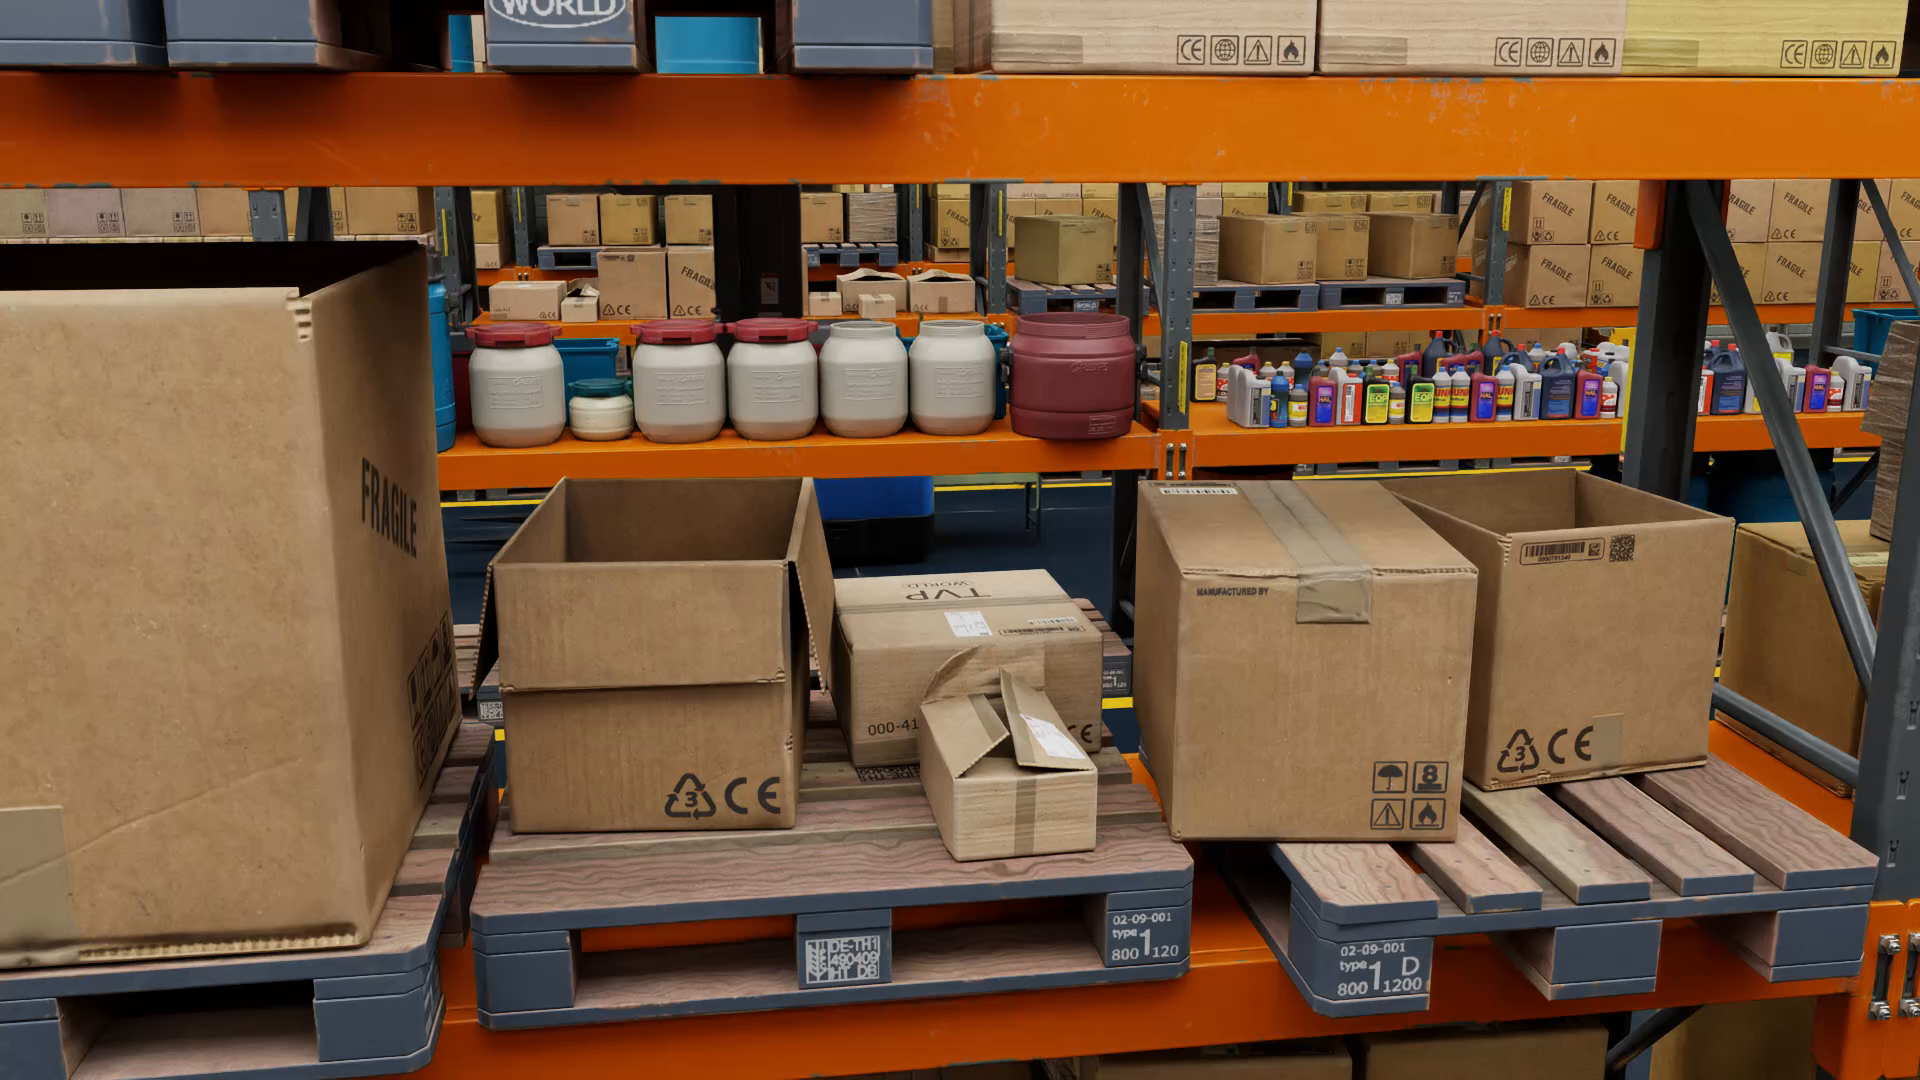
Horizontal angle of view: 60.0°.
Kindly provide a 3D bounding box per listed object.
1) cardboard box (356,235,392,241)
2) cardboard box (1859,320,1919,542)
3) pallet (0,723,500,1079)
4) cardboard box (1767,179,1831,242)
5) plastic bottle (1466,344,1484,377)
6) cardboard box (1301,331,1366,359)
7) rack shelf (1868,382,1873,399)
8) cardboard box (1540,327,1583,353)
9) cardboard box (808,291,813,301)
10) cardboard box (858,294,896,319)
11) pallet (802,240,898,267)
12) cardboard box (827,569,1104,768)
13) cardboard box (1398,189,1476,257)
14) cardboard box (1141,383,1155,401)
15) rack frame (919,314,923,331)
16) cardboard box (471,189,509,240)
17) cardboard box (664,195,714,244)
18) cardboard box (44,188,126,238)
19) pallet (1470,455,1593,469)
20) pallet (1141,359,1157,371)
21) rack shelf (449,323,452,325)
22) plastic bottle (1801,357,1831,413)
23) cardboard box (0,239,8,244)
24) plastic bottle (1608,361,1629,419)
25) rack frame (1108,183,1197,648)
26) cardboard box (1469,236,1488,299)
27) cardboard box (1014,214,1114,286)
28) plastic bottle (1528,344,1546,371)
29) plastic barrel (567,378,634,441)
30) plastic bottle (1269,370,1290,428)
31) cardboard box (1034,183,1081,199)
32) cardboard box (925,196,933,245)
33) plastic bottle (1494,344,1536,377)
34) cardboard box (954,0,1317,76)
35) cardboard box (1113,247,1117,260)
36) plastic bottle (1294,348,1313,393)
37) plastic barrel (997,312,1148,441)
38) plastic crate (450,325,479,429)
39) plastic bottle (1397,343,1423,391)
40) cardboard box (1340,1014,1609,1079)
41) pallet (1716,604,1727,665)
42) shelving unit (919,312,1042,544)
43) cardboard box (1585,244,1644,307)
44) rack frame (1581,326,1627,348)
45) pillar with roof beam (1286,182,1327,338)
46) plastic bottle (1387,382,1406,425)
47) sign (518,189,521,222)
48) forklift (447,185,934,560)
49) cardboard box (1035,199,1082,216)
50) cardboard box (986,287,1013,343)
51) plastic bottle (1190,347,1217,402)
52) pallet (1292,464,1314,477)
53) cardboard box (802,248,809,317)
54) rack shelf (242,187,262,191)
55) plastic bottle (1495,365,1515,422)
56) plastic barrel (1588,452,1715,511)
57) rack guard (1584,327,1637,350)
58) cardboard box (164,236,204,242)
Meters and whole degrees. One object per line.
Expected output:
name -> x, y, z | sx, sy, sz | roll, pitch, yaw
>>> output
cardboard box -> -4.224, -2.151, 12.092 | 0.250, 0.149, 0.380 | -2, 14, -9
cardboard box -> 2.411, -0.177, 3.493 | 0.637, 0.503, 0.797 | -2, 14, -6
pallet -> -1.493, 0.626, 2.953 | 1.213, 0.211, 1.003 | -2, 14, -8
cardboard box -> 6.713, -2.705, 13.580 | 0.500, 0.500, 0.500 | -2, 14, -7
plastic bottle -> 2.738, -0.910, 8.922 | 0.133, 0.283, 0.061 | -2, 14, -8
cardboard box -> 4.181, -2.332, 18.631 | 0.500, 0.500, 0.700 | -2, 14, -8
rack shelf -> 6.880, -0.679, 9.242 | 4.000, 0.370, 1.077 | -2, 14, -8
cardboard box -> 6.705, -2.425, 19.002 | 0.500, 0.500, 0.700 | -2, 14, -8
cardboard box -> -1.806, -2.514, 17.773 | 0.500, 0.250, 0.500 | -2, 14, -7
cardboard box -> -0.635, -1.781, 12.675 | 0.250, 0.149, 0.380 | -2, 14, -8
pallet -> -1.217, -3.049, 17.608 | 1.003, 0.211, 1.213 | -2, 14, -8
cardboard box -> -0.006, 0.255, 3.483 | 0.500, 0.250, 0.500 | -3, 14, -10
cardboard box -> 5.406, -3.554, 18.609 | 0.700, 0.700, 0.980 | -3, 14, -11
cardboard box -> 1.223, -0.971, 13.163 | 0.500, 0.500, 0.500 | -3, 14, -10
rack frame -> -0.225, -0.720, 11.010 | 0.023, 1.500, 0.400 | -2, 14, -9
cardboard box -> -4.980, -3.383, 17.269 | 0.500, 0.500, 0.500 | -2, 14, -10
cardboard box -> -2.776, -3.371, 17.386 | 0.500, 0.500, 0.700 | 0, 14, -1
cardboard box -> -6.164, -2.445, 11.931 | 0.500, 0.500, 0.700 | -2, 14, -8
pallet -> 4.848, -0.819, 14.055 | 1.213, 0.211, 1.003 | -2, 14, -8
pallet -> 1.466, -1.895, 18.344 | 1.213, 0.211, 1.003 | -2, 14, -8
rack shelf -> -5.720, -1.436, 12.260 | 4.000, 0.370, 1.077 | -2, 14, -8
plastic bottle -> 4.339, -0.788, 8.436 | 0.133, 0.283, 0.061 | -2, 14, -8
cardboard box -> -6.770, -2.057, 11.718 | 0.250, 0.149, 0.380 | -2, 14, -8
plastic bottle -> 3.339, -0.759, 8.335 | 0.135, 0.276, 0.152 | -2, 14, -8
rack frame -> 0.947, -0.811, 8.288 | 0.127, 3.000, 1.000 | -2, 14, -8
cardboard box -> 4.624, -2.276, 13.923 | 0.500, 0.500, 0.500 | -2, 14, -7
cardboard box -> 0.819, -2.304, 13.175 | 0.500, 0.500, 0.700 | -7, 16, -27
plastic bottle -> 3.125, -0.928, 9.022 | 0.097, 0.271, 0.097 | 0, 14, 0
plastic barrel -> -1.676, -0.610, 7.771 | 0.301, 0.262, 0.301 | 0, 14, 0
plastic bottle -> 1.542, -0.684, 8.046 | 0.097, 0.271, 0.097 | 0, 14, 0
cardboard box -> 0.984, -3.753, 17.621 | 0.500, 0.250, 0.500 | -2, 14, -8
cardboard box -> -0.101, -3.477, 18.060 | 0.500, 0.500, 0.500 | -2, 14, -8
plastic bottle -> 2.797, -0.811, 8.392 | 0.185, 0.351, 0.144 | -2, 14, -8
cardboard box -> 0.266, -0.886, 2.732 | 0.500, 0.250, 0.500 | -2, 14, -7
cardboard box -> 1.607, -3.104, 17.907 | 0.250, 0.149, 0.380 | -2, 14, -7
plastic bottle -> 1.821, -0.881, 8.832 | 0.097, 0.271, 0.097 | 0, 14, 0
plastic barrel -> 0.534, -0.787, 7.914 | 0.708, 0.536, 0.600 | -2, 14, -8
plastic crate -> -2.575, -0.788, 8.065 | 0.583, 0.464, 0.402 | -2, 14, -8
plastic bottle -> 2.414, -0.913, 8.935 | 0.133, 0.283, 0.061 | -2, 14, -8
cardboard box -> 1.027, 1.048, 3.571 | 0.500, 0.250, 0.500 | -2, 14, -6
pallet -> 4.133, 0.415, 9.133 | 1.213, 0.211, 1.003 | -2, 14, -8
shelving unit -> 0.136, -0.735, 11.070 | 0.755, 1.500, 0.431 | -2, 14, -9
cardboard box -> 5.219, -2.168, 13.494 | 0.500, 0.500, 0.500 | -2, 14, -7
rack frame -> 7.382, -3.484, 18.946 | 0.127, 3.000, 1.000 | -2, 14, -8
pillar with roof beam -> 4.631, -5.446, 14.440 | 0.400, 9.000, 9.100 | -2, 14, -8
plastic bottle -> 2.131, -0.671, 8.141 | 0.097, 0.201, 0.097 | 0, 14, 0
sign -> -4.396, -3.338, 16.587 | 0.005, 0.325, 0.100 | -2, 14, -8
forklift -> -1.730, -1.337, 10.529 | 3.031, 2.935, 1.130 | -2, 14, -9
cardboard box -> 1.000, -3.387, 17.701 | 0.500, 0.500, 0.500 | -2, 14, -9
cardboard box -> 0.218, -2.350, 17.981 | 0.750, 0.750, 0.750 | -2, 14, -9
plastic bottle -> 1.284, -0.871, 8.770 | 0.133, 0.283, 0.061 | -2, 14, -8
pallet -> 2.161, -0.711, 13.623 | 1.213, 0.211, 1.003 | -2, 14, -8
cardboard box -> -1.444, -1.986, 12.769 | 0.500, 0.500, 0.500 | -3, 14, -11
rack shelf -> -4.986, -1.699, 7.143 | 4.000, 0.370, 1.077 | -2, 14, -8
plastic bottle -> 2.684, -0.726, 8.213 | 0.097, 0.271, 0.097 | 0, 14, 0
plastic barrel -> 3.662, -0.100, 8.905 | 0.708, 0.901, 0.600 | -2, 14, -8
rack guard -> 7.406, -2.272, 19.254 | 0.348, 0.500, 1.175 | -2, 14, -8
cardboard box -> -5.497, -2.103, 11.902 | 0.250, 0.149, 0.380 | -2, 14, -6
